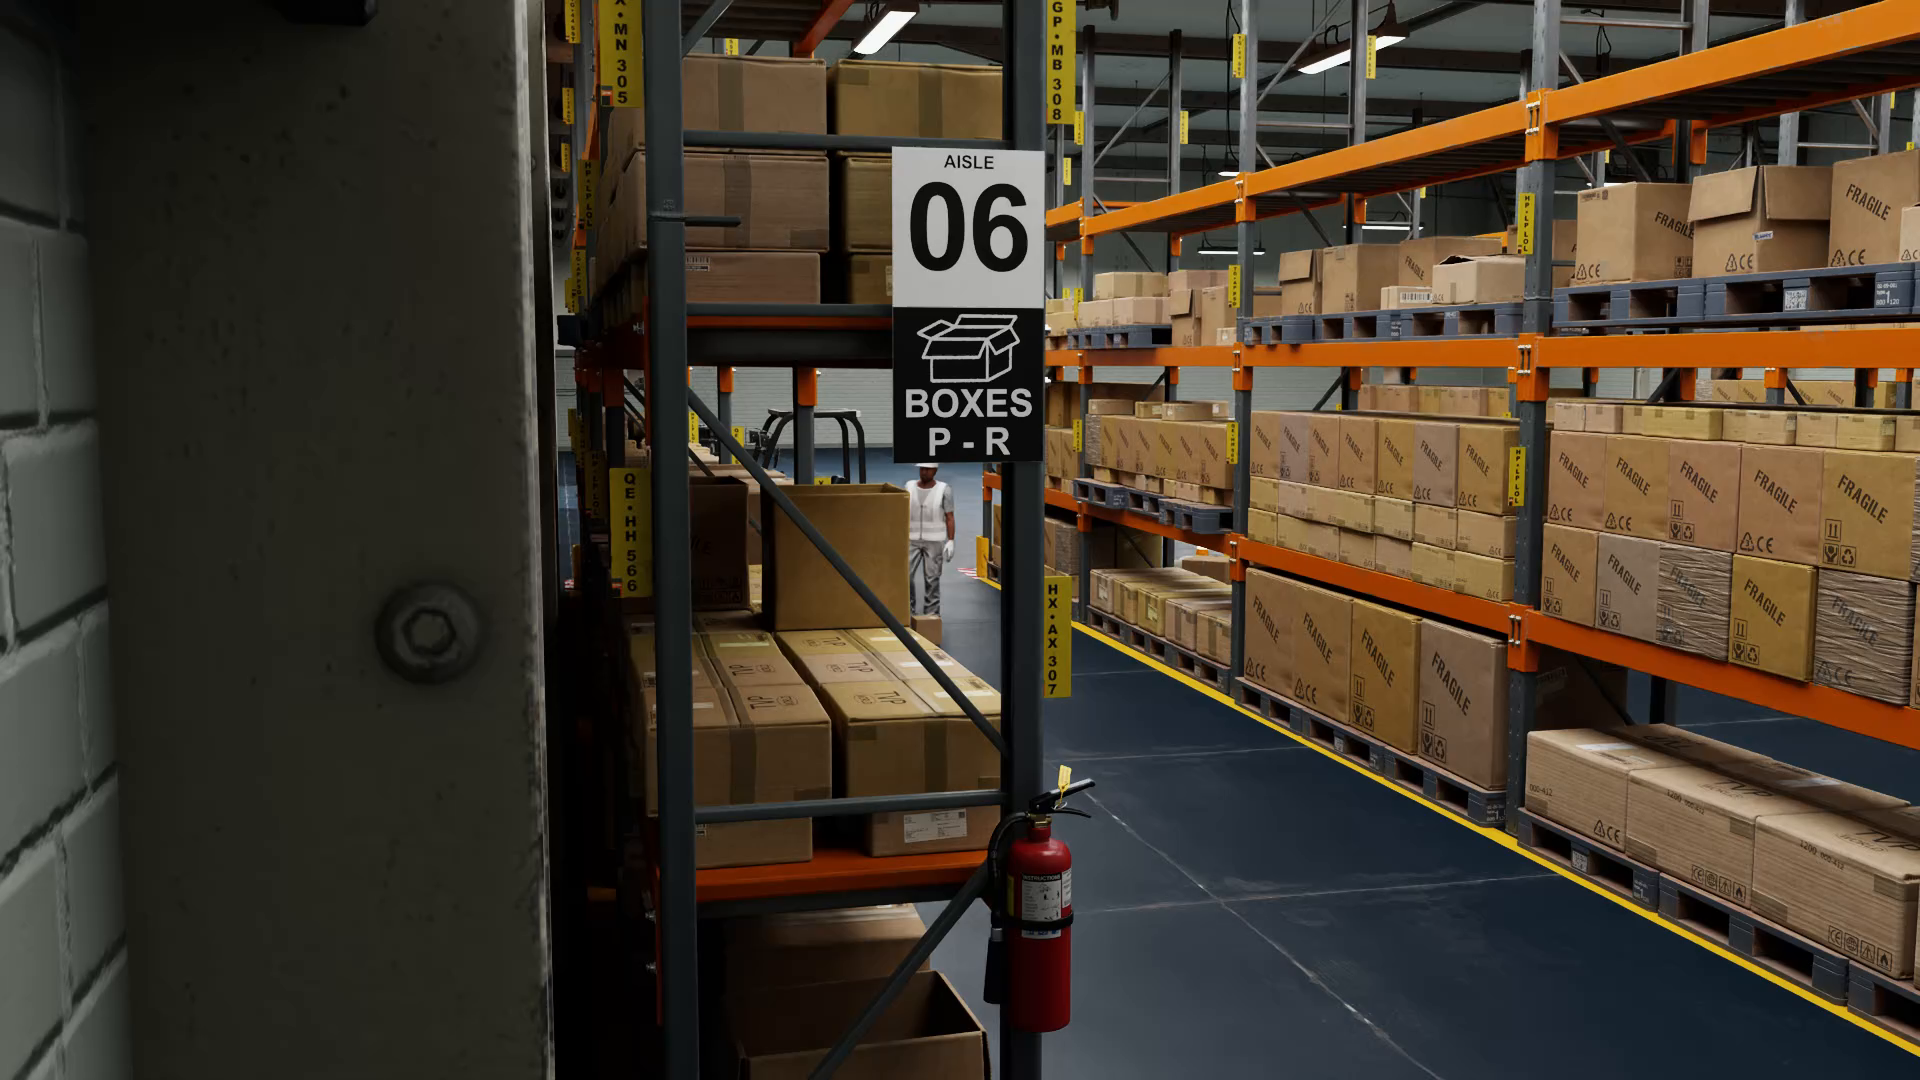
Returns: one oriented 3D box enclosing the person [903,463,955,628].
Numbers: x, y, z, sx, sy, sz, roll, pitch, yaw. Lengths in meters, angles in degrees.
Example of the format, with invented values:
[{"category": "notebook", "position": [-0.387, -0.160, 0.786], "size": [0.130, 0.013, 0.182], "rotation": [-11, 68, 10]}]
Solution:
[{"category": "person", "position": [-0.352, 0.044, 16.381], "size": [0.576, 1.811, 0.409], "rotation": [1, 6, 11]}]
